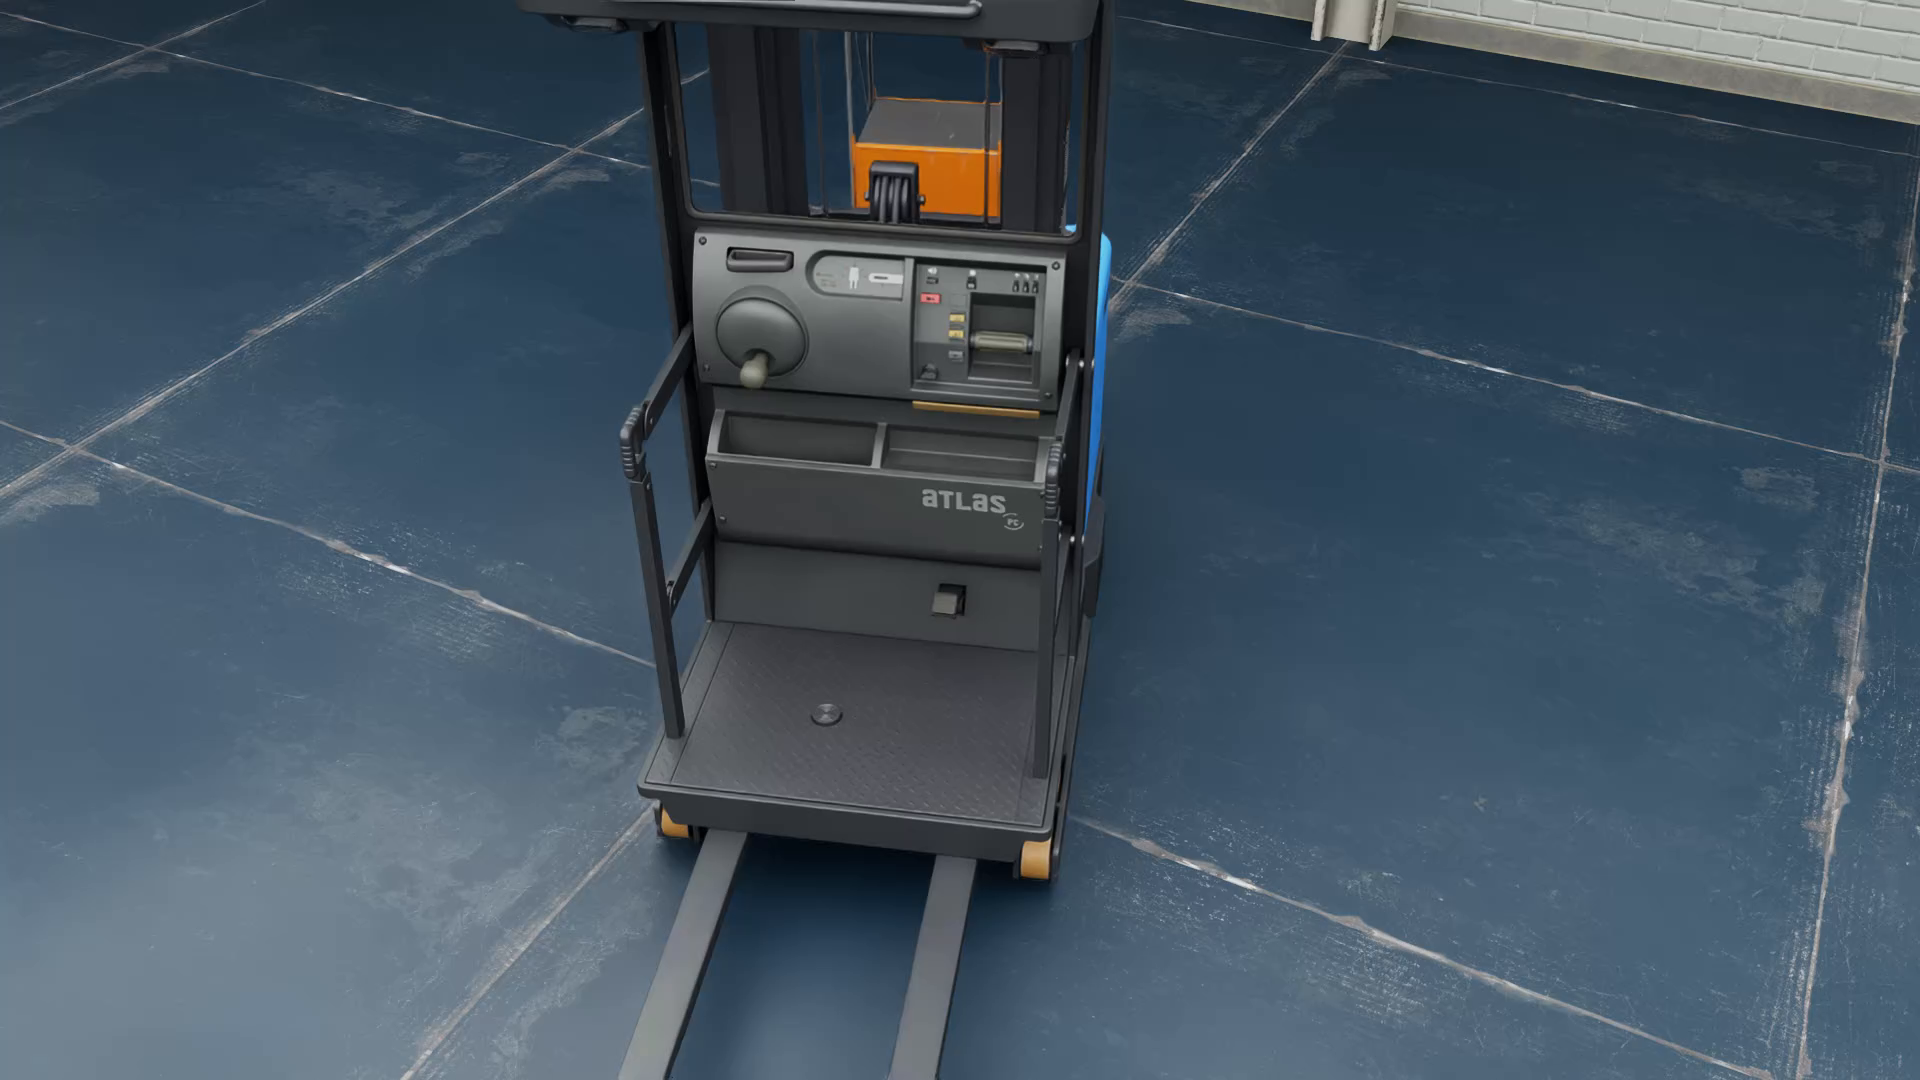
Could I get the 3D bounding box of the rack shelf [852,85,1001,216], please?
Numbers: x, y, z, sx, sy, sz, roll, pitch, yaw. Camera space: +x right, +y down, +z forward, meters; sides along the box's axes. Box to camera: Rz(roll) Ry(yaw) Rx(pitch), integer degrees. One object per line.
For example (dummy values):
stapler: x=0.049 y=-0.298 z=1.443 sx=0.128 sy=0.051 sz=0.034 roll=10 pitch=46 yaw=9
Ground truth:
rack shelf: x=-0.080 y=-1.194 z=5.609 sx=0.480 sy=0.518 sz=0.431 roll=5 pitch=37 yaw=6

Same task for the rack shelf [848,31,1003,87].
rack shelf: x=-0.080 y=-1.752 z=5.186 sx=0.480 sy=0.518 sz=0.431 roll=5 pitch=37 yaw=6

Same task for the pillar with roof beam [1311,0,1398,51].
pillar with roof beam: x=0.275 y=-4.172 z=3.803 sx=0.400 sy=9.000 sz=9.100 roll=17 pitch=41 yaw=21

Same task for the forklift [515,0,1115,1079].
forklift: x=-0.237 y=-0.478 z=3.955 sx=1.130 sy=2.935 sz=3.031 roll=5 pitch=38 yaw=7

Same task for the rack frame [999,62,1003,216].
rack frame: x=0.162 y=-1.185 z=5.575 sx=0.015 sy=2.100 sz=0.400 roll=5 pitch=37 yaw=6

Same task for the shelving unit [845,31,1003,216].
shelving unit: x=-0.080 y=-1.205 z=5.601 sx=0.503 sy=2.100 sz=0.431 roll=5 pitch=37 yaw=6

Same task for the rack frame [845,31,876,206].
rack frame: x=-0.322 y=-1.225 z=5.628 sx=0.015 sy=2.100 sz=0.400 roll=5 pitch=37 yaw=6
